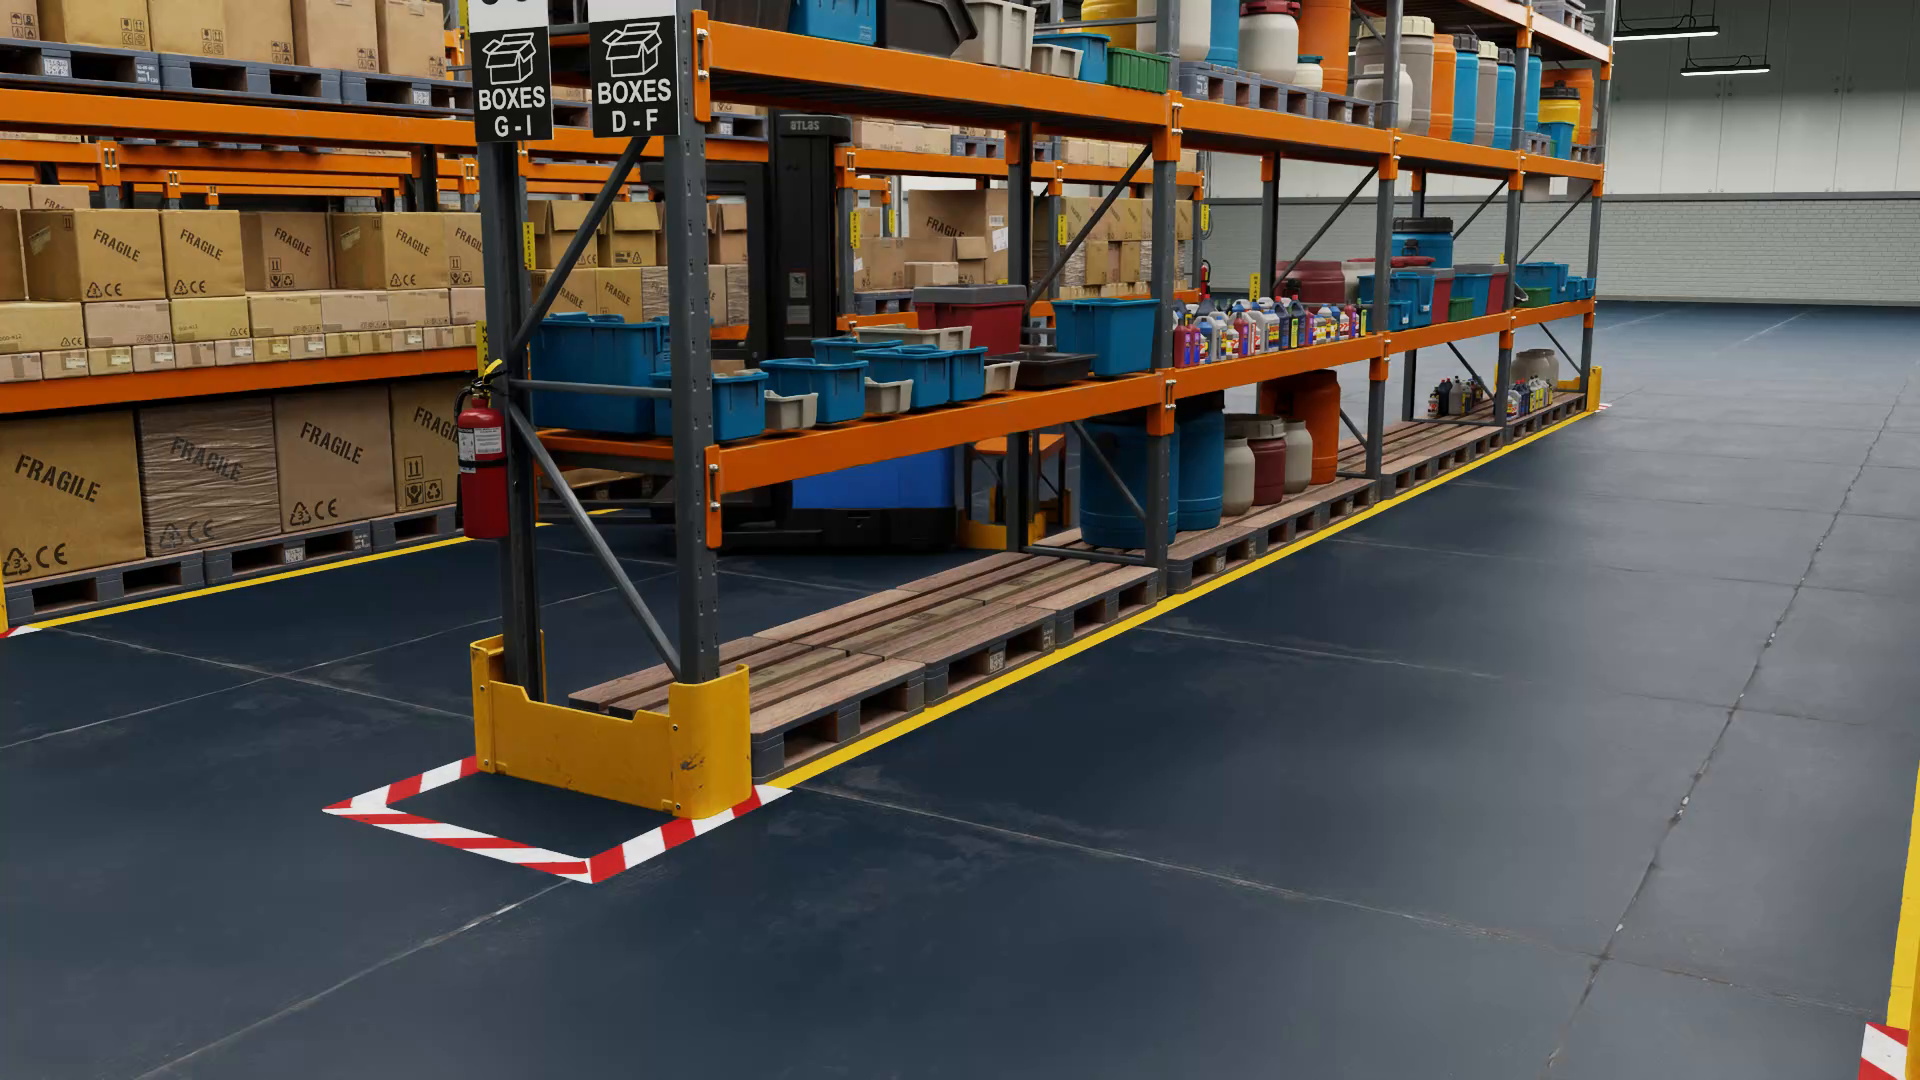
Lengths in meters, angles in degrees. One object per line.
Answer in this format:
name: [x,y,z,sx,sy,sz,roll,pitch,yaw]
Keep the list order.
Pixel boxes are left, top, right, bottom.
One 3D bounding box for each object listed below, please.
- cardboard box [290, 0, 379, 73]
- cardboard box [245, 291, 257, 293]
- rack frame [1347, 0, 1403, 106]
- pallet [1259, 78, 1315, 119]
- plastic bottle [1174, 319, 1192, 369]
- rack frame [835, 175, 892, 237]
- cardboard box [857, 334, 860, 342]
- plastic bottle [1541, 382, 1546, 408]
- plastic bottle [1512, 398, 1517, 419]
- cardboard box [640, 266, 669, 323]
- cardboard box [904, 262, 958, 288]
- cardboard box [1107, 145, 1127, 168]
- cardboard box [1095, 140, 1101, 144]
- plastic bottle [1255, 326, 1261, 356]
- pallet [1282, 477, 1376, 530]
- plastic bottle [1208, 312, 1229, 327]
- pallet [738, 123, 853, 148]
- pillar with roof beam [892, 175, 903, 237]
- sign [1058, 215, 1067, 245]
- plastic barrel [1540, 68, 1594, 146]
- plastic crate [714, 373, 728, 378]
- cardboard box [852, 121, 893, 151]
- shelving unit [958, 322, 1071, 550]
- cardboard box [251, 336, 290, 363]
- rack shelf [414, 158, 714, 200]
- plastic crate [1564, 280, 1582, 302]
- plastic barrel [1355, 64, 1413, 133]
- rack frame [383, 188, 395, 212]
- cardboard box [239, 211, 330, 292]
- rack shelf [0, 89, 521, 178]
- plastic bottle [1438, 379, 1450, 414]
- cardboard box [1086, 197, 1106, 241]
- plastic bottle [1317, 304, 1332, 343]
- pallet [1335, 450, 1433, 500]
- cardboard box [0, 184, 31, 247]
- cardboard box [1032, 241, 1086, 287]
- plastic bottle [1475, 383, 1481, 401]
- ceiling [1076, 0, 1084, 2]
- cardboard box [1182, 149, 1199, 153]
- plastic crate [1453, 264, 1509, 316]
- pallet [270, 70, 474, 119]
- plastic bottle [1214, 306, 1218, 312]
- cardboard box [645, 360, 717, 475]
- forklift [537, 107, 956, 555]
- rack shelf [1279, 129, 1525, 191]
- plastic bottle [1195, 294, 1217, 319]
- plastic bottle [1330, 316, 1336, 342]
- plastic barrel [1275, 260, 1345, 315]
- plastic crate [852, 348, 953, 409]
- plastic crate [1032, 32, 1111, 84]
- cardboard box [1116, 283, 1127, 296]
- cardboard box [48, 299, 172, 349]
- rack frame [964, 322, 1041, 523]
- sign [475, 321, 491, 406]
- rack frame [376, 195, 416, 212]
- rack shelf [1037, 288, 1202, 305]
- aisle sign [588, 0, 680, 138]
cardboard box: [-4.138,-3.219,10.573,0.700,0.500,0.500,7,13,34]
cardboard box: [-4.757,-1.439,10.505,0.500,0.250,0.500,6,12,31]
rack frame: [2.810,-4.757,12.324,1.000,3.000,0.127,6,12,31]
pallet: [1.643,-2.872,10.920,1.003,0.211,1.213,6,12,31]
plastic bottle: [1.289,-1.139,9.617,0.061,0.283,0.133,6,12,31]
rack frame: [-1.456,-4.029,24.740,1.000,3.000,0.127,6,12,31]
cardboard box: [-1.752,-3.078,24.294,0.875,0.875,0.875,6,12,31]
plastic bottle: [6.159,-1.554,17.726,0.152,0.276,0.135,6,12,29]
plastic bottle: [5.533,-1.318,16.668,0.097,0.201,0.097,0,11,0]
cardboard box: [-2.527,-1.908,13.136,0.500,0.500,0.500,6,12,29]
cardboard box: [-0.356,-2.656,16.670,0.500,0.250,0.500,6,12,29]
cardboard box: [1.644,-4.518,19.608,0.500,0.250,0.500,6,12,28]
cardboard box: [1.416,-4.661,19.285,0.380,0.149,0.250,7,13,32]
plastic bottle: [1.864,-1.279,10.590,0.097,0.201,0.097,0,11,0]
pallet: [2.437,-0.310,12.449,1.003,0.211,1.213,6,12,31]
plastic bottle: [1.650,-1.315,10.577,0.152,0.276,0.135,6,12,31]
pallet: [-1.712,-3.557,14.577,1.213,0.211,1.003,7,13,33]
pillar with roof beam: [1.909,-10.305,41.959,9.100,9.000,0.548,6,12,31]
sign: [1.130,-3.427,18.377,0.100,0.325,0.005,6,12,31]
plastic barrel: [6.820,-4.870,18.770,0.600,0.830,0.708,6,12,31]
plastic crate: [-0.912,-0.640,7.188,0.396,0.136,0.243,6,12,31]
cardboard box: [-0.961,-3.732,15.406,0.500,0.250,0.500,7,12,32]
shelving unit: [0.390,-0.772,11.415,0.587,1.500,1.083,2,11,13]
cardboard box: [-4.313,-1.166,10.129,0.380,0.149,0.250,6,12,29]
rack shelf: [-4.571,-4.207,19.490,1.077,0.370,4.000,6,12,31]
plastic crate: [6.618,-2.784,18.495,0.499,0.251,0.408,6,12,31]
plastic barrel: [3.233,-3.357,12.694,0.421,0.512,0.421,0,11,0]
rack frame: [-7.816,-3.857,23.821,1.000,3.000,0.127,6,12,31]
cardboard box: [-4.495,-1.884,10.840,0.500,0.500,0.500,6,12,29]
rack shelf: [-4.538,-2.459,10.154,1.077,0.370,4.000,6,12,31]
plastic bottle: [4.975,-1.480,17.128,0.144,0.351,0.185,6,12,29]
cardboard box: [1.363,-3.723,19.305,0.500,0.500,0.500,6,12,31]
plastic bottle: [2.567,-1.527,11.722,0.097,0.271,0.097,0,11,0]
pallet: [3.246,-0.556,13.764,1.003,0.211,1.213,6,12,31]
cardboard box: [-7.963,-2.647,13.561,0.500,0.500,0.500,6,12,29]
cardboard box: [0.940,-3.171,19.074,0.875,0.500,0.500,6,12,31]
plastic bottle: [5.702,-1.636,18.363,0.097,0.201,0.097,0,11,0]
ceiling: [4.724,-16.995,53.239,6.000,0.001,6.000,6,12,31]
cardboard box: [2.853,-5.063,21.433,0.380,0.149,0.250,6,12,31]
plastic crate: [4.897,-2.363,15.668,0.402,0.464,0.583,6,12,31]
pallet: [-3.933,-2.955,11.094,1.003,0.211,1.213,6,12,31]
plastic bottle: [1.796,-1.562,11.911,0.097,0.271,0.097,0,11,0]
cardboard box: [-2.721,-1.058,13.499,1.225,0.875,0.875,6,12,29]
forklift: [-1.548,-1.434,11.066,3.031,2.935,1.130,0,11,-1]
rack shelf: [3.849,-3.244,14.347,1.077,0.370,4.000,6,12,31]
plastic bottle: [1.703,-1.511,11.420,0.144,0.351,0.185,6,12,31]
plastic bottle: [2.618,-1.508,11.810,0.097,0.201,0.097,0,11,0]
plastic barrel: [2.792,-1.977,13.408,0.600,0.536,0.708,6,12,31]
plastic crate: [-0.250,-0.712,7.311,0.416,0.233,0.300,6,12,31]
plastic crate: [0.534,-2.398,8.328,0.416,0.233,0.300,6,12,31]
cardboard box: [1.790,-3.029,20.081,0.380,0.149,0.250,6,12,31]
cardboard box: [-4.832,-1.228,9.375,0.500,0.250,0.500,6,12,30]
rack frame: [0.275,-0.682,10.937,0.500,1.500,0.032,2,11,13]
sign: [-1.822,-0.680,6.408,0.100,0.325,0.005,6,12,31]
rack frame: [-9.983,-4.960,29.711,1.000,3.000,0.127,6,12,31]
rack shelf: [1.692,-2.872,20.510,1.077,0.370,4.000,6,12,31]
aisle sign: [-1.127,-1.788,5.704,0.394,0.787,0.004,6,12,31]
